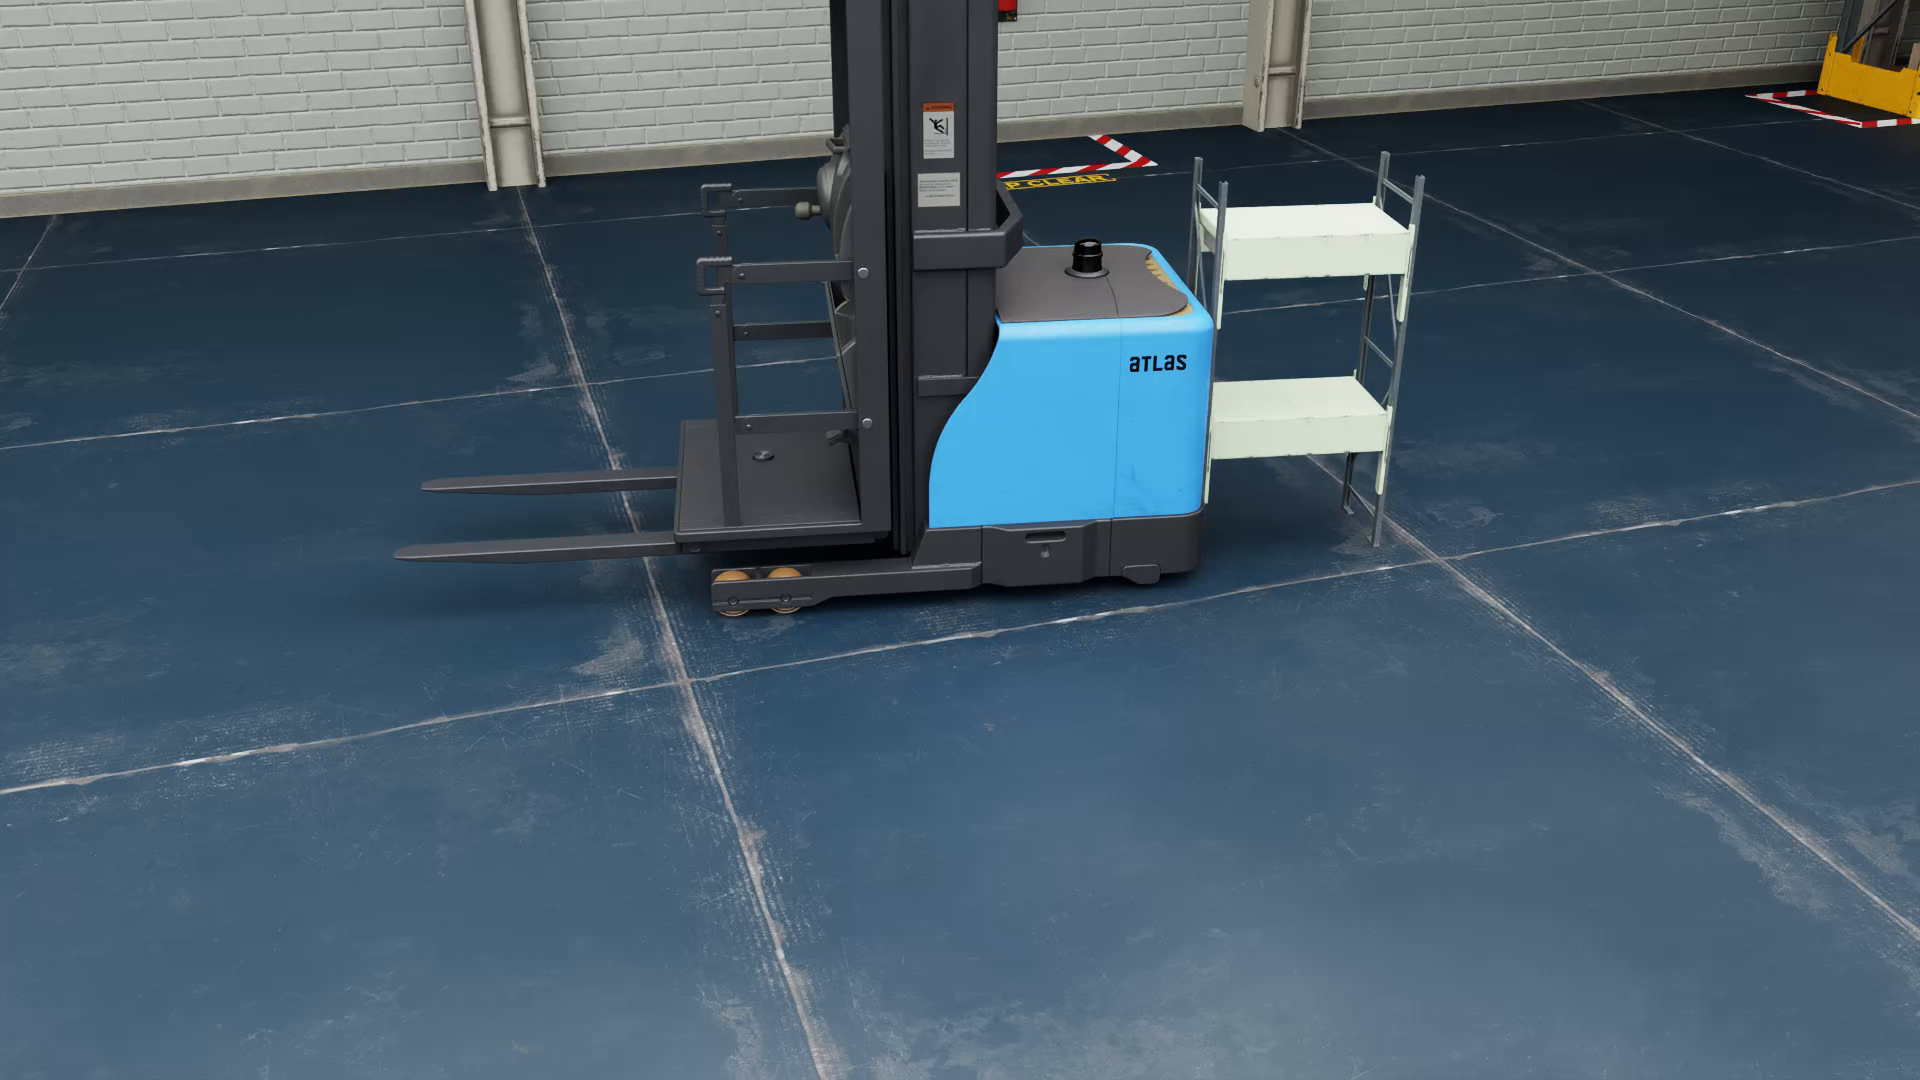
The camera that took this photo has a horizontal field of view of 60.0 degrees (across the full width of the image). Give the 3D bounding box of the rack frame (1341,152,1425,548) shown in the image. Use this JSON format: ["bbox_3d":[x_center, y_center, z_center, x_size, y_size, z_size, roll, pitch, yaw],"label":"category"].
[{"bbox_3d":[1.650,-0.729,6.532,0.023,1.500,0.400,-3,27,-6],"label":"rack frame"}]

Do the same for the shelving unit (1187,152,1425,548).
[{"bbox_3d":[1.287,-0.709,6.492,0.755,1.500,0.431,-3,27,-6],"label":"shelving unit"}]

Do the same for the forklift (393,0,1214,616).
[{"bbox_3d":[-0.626,-1.278,6.029,3.031,2.935,1.130,-3,27,-6],"label":"forklift"}]

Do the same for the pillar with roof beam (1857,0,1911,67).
[{"bbox_3d":[9.572,-6.411,9.544,0.400,9.000,9.100,-8,28,-16],"label":"pillar with roof beam"}]

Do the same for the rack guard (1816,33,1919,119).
[{"bbox_3d":[7.913,-3.973,14.191,0.348,0.500,1.175,-8,28,-16],"label":"rack guard"}]

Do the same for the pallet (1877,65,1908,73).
[{"bbox_3d":[8.697,-3.941,14.450,1.213,0.211,1.003,-8,28,-16],"label":"pallet"}]

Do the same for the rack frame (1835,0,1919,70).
[{"bbox_3d":[7.841,-5.082,13.614,0.127,3.000,1.000,-8,28,-16],"label":"rack frame"}]

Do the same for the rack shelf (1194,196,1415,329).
[{"bbox_3d":[1.287,-1.059,6.319,0.720,0.370,0.431,-3,27,-6],"label":"rack shelf"}]

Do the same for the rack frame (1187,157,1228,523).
[{"bbox_3d":[0.923,-0.690,6.452,0.023,1.500,0.400,-3,27,-6],"label":"rack frame"}]

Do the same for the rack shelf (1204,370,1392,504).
[{"bbox_3d":[1.287,-0.417,6.637,0.720,0.370,0.431,-3,27,-6],"label":"rack shelf"}]

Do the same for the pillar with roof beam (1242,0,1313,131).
[{"bbox_3d":[3.867,-5.585,7.880,0.400,9.000,9.100,-8,28,-16],"label":"pillar with roof beam"}]

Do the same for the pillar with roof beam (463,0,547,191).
[{"bbox_3d":[-1.838,-4.759,6.216,0.400,9.000,9.100,-8,28,-16],"label":"pillar with roof beam"}]

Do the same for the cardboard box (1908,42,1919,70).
[{"bbox_3d":[8.527,-4.132,14.229,0.500,0.311,0.500,-12,29,-22],"label":"cardboard box"}]

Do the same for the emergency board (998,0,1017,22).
[{"bbox_3d":[0.172,-4.394,12.227,0.643,1.169,0.194,-8,28,-16],"label":"emergency board"}]
